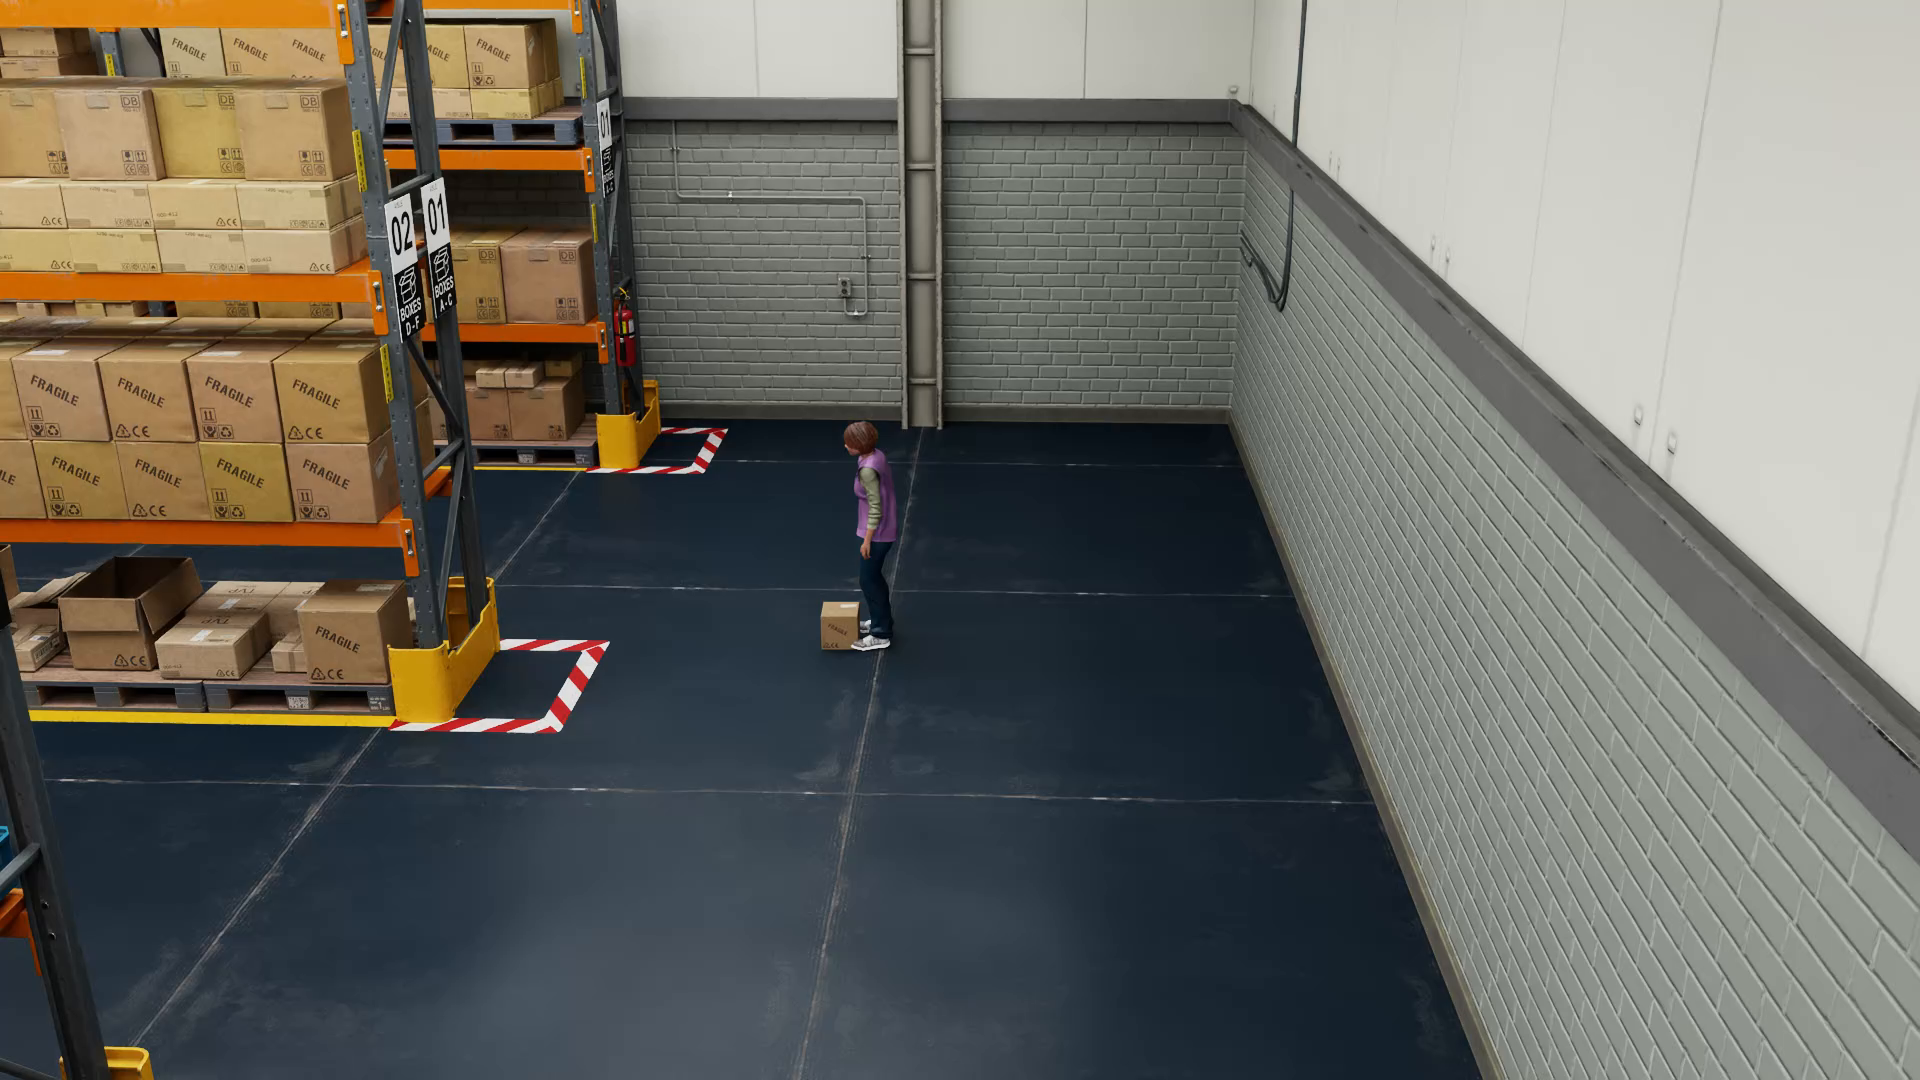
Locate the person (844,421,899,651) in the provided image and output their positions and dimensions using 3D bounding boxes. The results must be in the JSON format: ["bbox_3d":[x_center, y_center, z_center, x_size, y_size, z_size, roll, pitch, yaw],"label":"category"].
[{"bbox_3d":[-0.587,-0.037,11.196,0.350,1.592,0.468,0,21,1],"label":"person"}]
